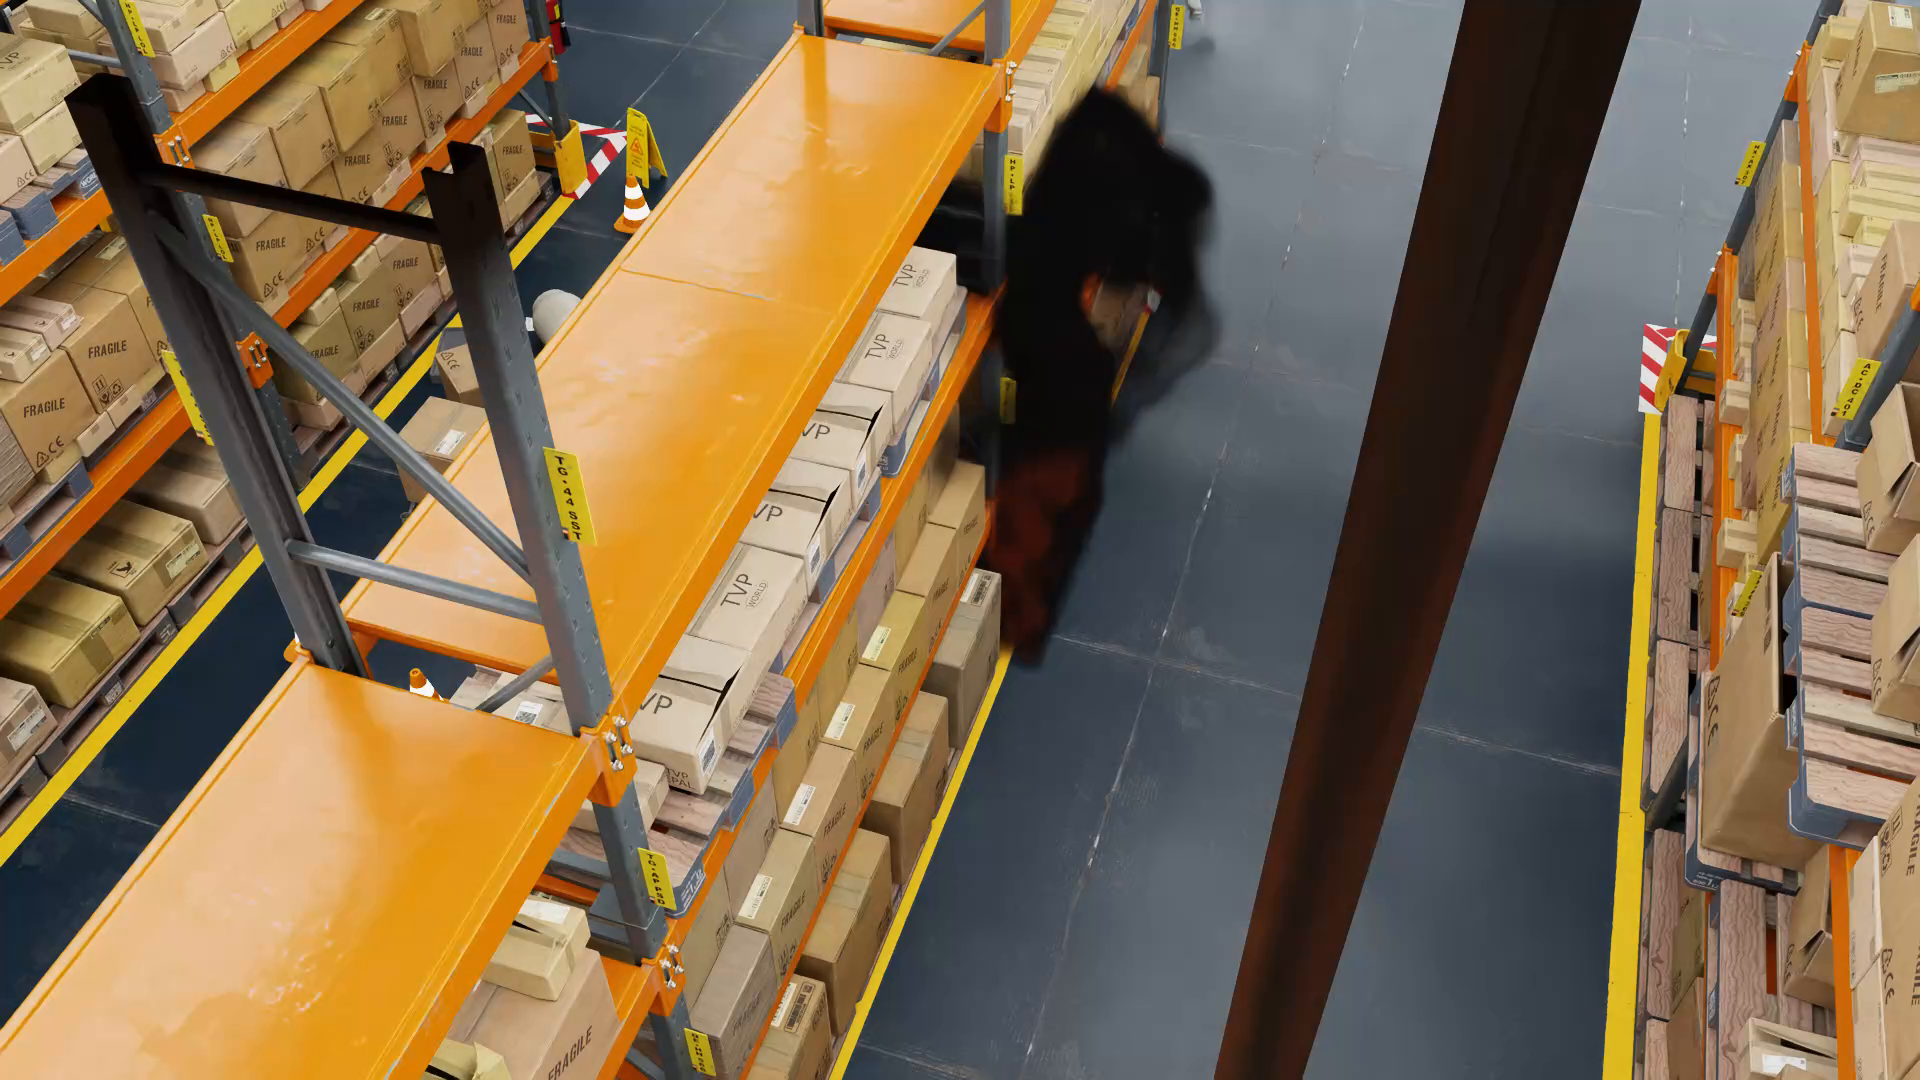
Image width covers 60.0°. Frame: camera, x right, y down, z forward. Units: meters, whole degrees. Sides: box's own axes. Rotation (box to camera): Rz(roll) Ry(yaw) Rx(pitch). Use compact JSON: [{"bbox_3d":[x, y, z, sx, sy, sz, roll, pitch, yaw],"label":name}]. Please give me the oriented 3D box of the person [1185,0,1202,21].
[{"bbox_3d":[1.921,-5.590,15.439,0.643,1.659,0.959,-18,48,-17],"label":"person"}]
